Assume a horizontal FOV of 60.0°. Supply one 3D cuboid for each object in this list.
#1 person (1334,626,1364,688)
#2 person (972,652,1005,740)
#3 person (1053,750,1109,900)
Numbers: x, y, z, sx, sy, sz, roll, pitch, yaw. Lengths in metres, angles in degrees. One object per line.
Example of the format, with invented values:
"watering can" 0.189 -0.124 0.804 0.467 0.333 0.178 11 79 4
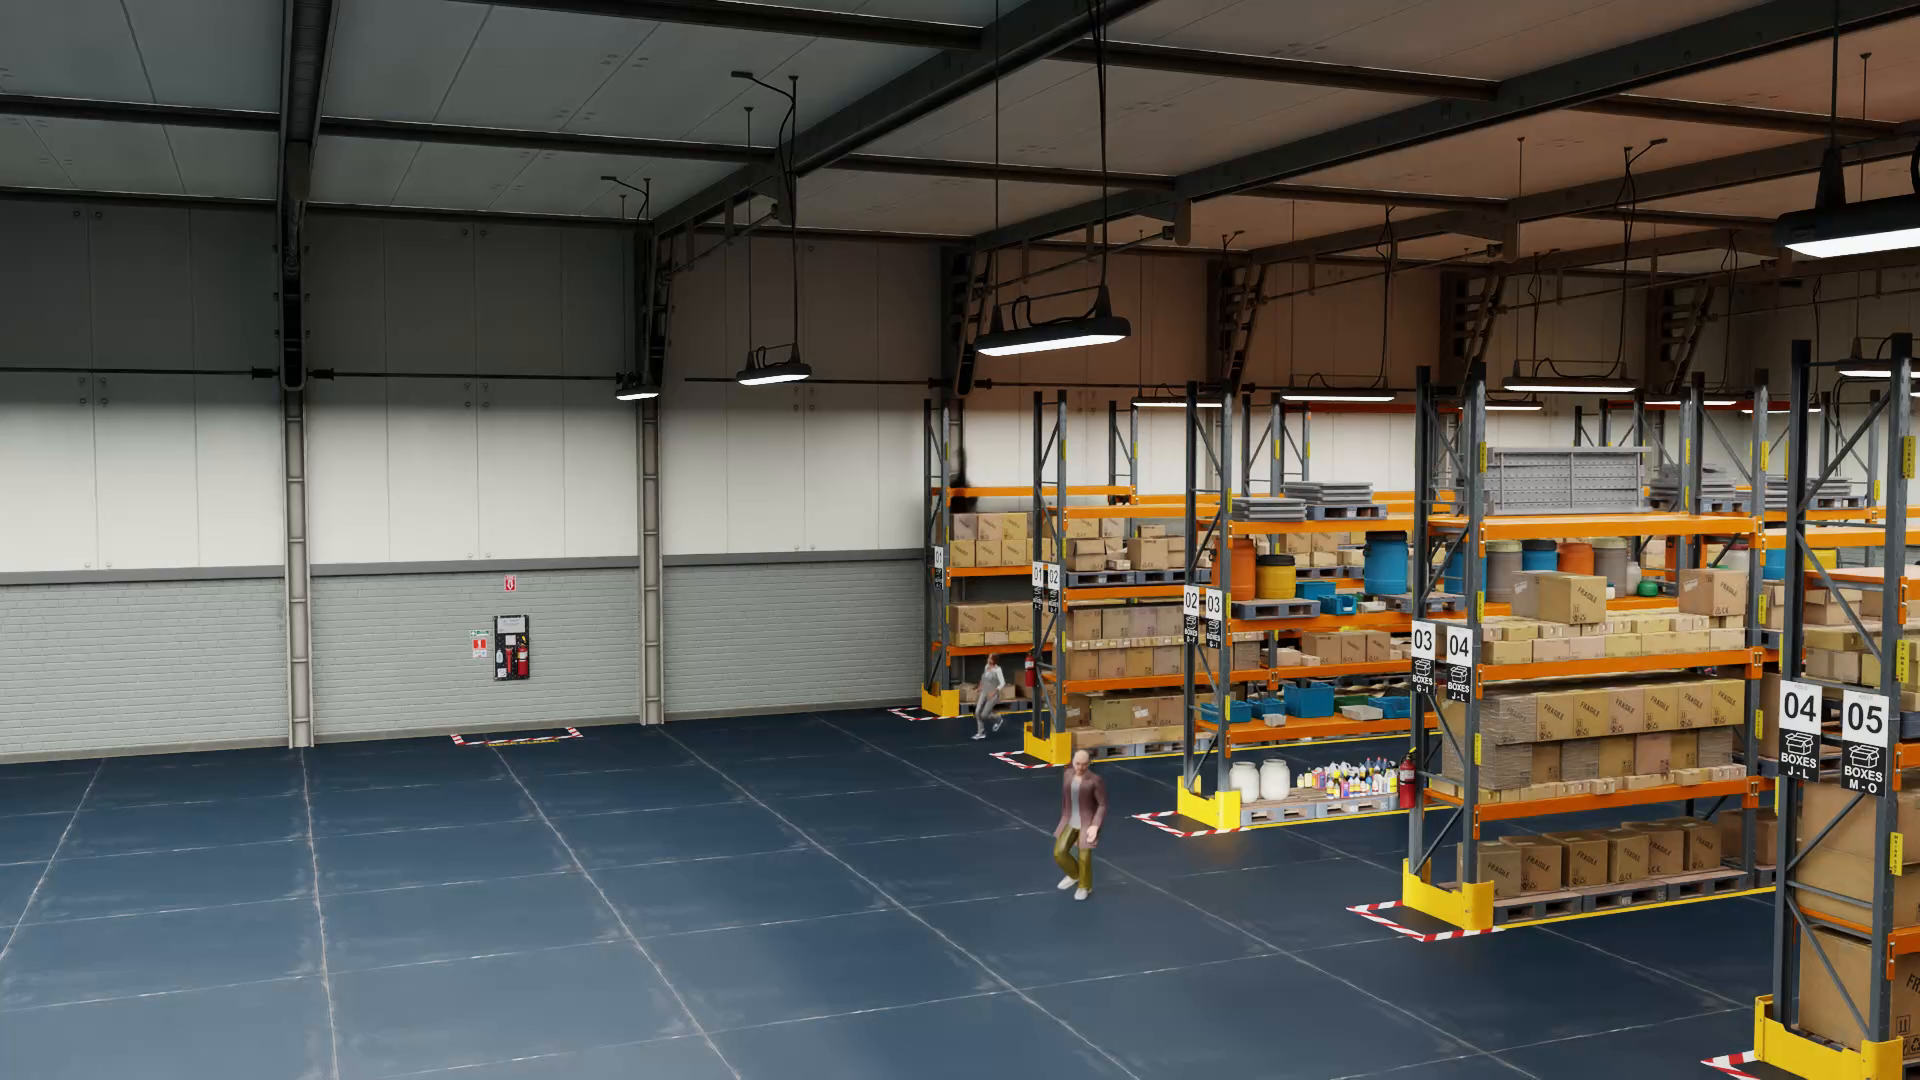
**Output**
"person" 7.428 2.462 31.352 0.961 1.691 0.666 0 3 -7
"person" 0.565 2.703 28.882 0.573 1.537 0.579 -3 5 -42
"person" 1.371 3.201 18.672 0.698 1.740 0.708 2 4 27
